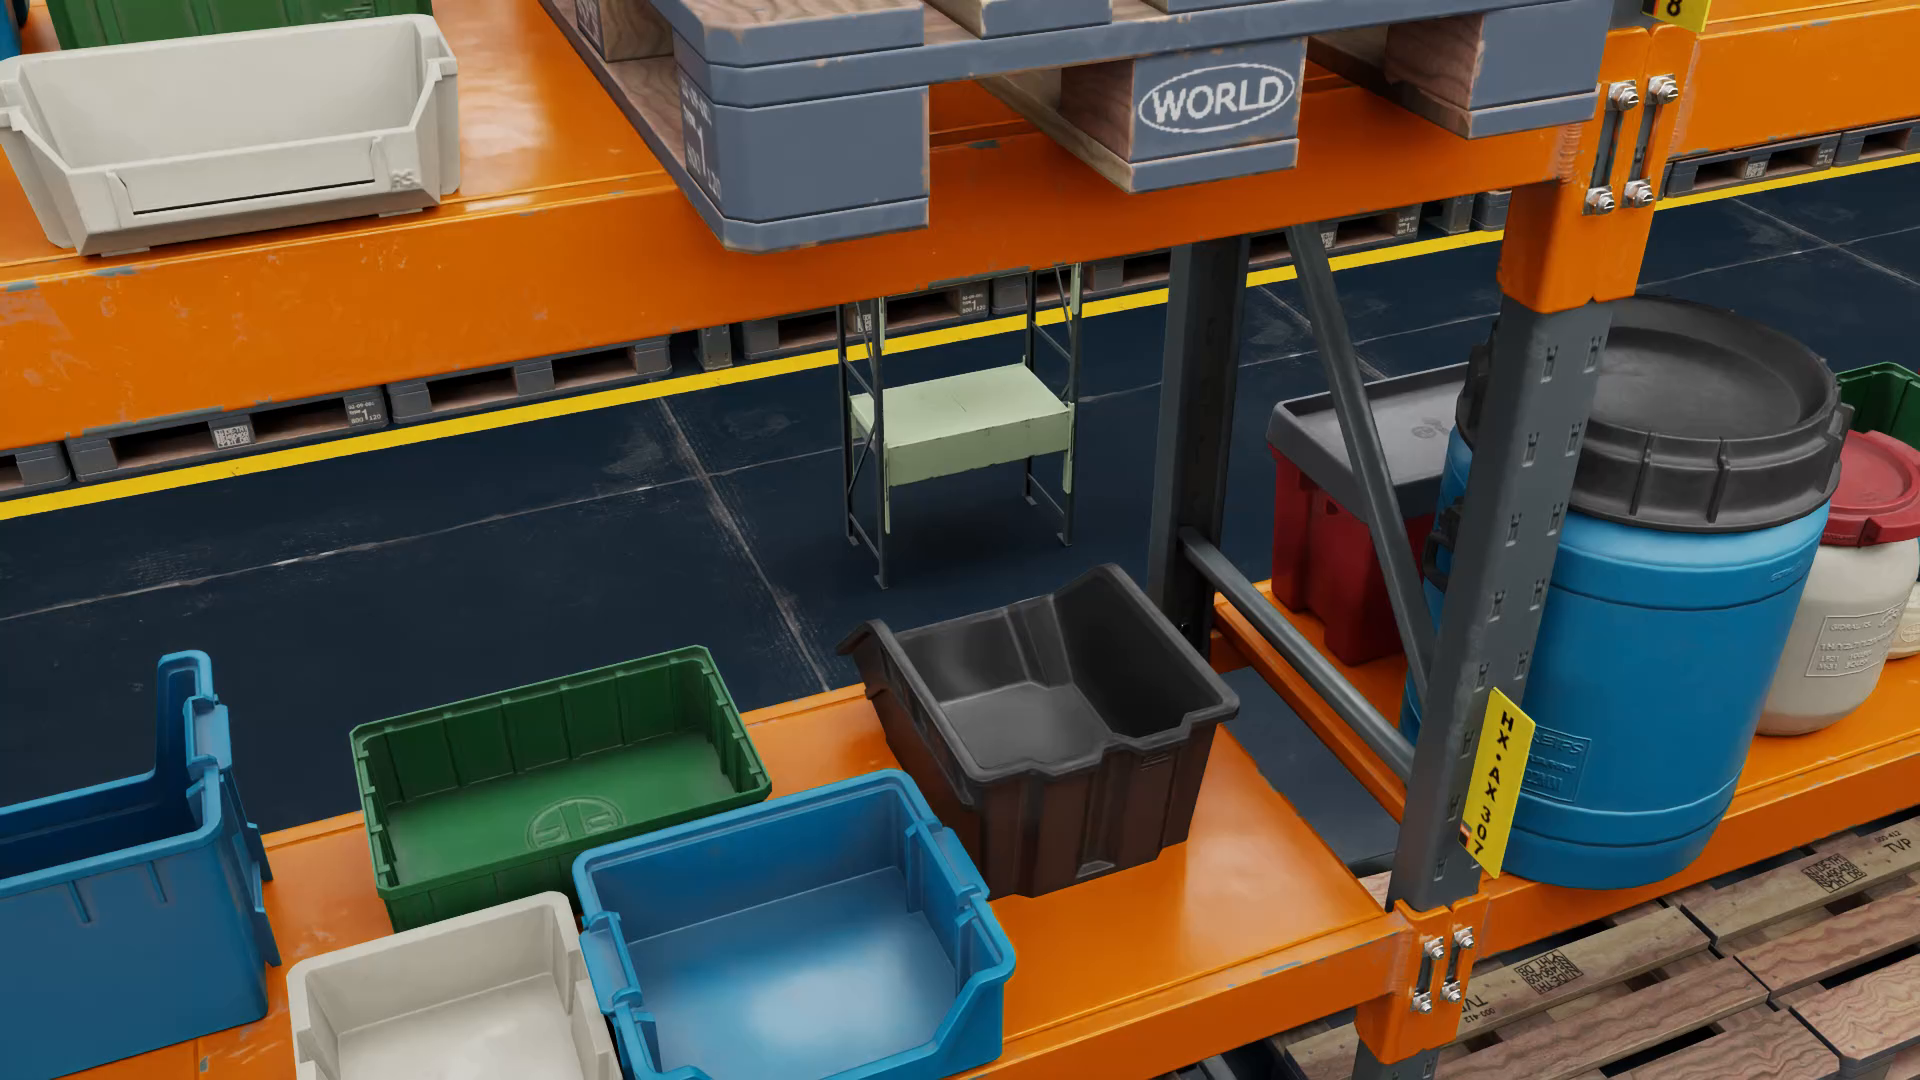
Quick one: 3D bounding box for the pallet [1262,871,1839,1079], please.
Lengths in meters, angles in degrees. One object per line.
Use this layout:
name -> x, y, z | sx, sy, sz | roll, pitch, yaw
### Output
pallet -> 1.358, 1.210, 4.196 | 1.213, 0.211, 1.003 | -13, 35, -19

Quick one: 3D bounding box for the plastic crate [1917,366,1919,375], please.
plastic crate -> 2.728, -0.457, 4.144 | 0.583, 0.464, 0.402 | -13, 35, -19

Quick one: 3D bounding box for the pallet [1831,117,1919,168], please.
pallet -> 5.375, -2.594, 10.044 | 1.213, 0.211, 1.003 | -13, 35, -19

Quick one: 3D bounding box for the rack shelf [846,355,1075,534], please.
rack shelf -> -0.006, -0.354, 6.017 | 0.720, 0.370, 0.431 | -13, 35, -19

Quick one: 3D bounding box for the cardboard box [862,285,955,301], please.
cardboard box -> -0.326, -1.356, 7.720 | 0.500, 0.250, 0.500 | -12, 35, -18

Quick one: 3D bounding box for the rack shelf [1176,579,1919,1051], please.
rack shelf -> 2.493, 0.106, 3.996 | 4.000, 0.370, 1.077 | -13, 35, -19

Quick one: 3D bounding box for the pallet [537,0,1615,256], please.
pallet -> 0.021, -0.750, 2.075 | 1.003, 0.211, 1.213 | -13, 35, -19

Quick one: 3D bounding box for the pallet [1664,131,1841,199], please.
pallet -> 4.249, -2.335, 9.645 | 1.213, 0.211, 1.003 | -13, 35, -19

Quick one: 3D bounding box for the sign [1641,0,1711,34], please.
sign -> 0.851, -0.755, 1.902 | 0.005, 0.325, 0.100 | -13, 35, -19

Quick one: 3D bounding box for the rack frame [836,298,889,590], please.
rack frame -> -0.344, -0.550, 5.720 | 0.023, 1.500, 0.400 | -13, 35, -19

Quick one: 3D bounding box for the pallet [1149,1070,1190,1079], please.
pallet -> 0.013, 1.516, 3.726 | 1.213, 0.211, 1.003 | -13, 35, -19

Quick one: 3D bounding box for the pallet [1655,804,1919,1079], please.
pallet -> 2.484, 0.951, 4.595 | 1.213, 0.211, 1.003 | -13, 35, -19

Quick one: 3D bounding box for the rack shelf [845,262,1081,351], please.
rack shelf -> -0.006, -0.954, 5.626 | 0.720, 0.370, 0.431 | -13, 35, -19

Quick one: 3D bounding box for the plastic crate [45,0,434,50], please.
plastic crate -> -0.912, -0.745, 2.089 | 0.450, 0.188, 0.336 | -13, 35, -19

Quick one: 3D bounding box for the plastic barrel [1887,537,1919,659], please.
plastic barrel -> 1.928, 0.082, 3.500 | 0.301, 0.262, 0.301 | 0, 33, 0

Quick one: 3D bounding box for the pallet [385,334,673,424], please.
pallet -> -2.015, -0.949, 7.515 | 1.213, 0.211, 1.003 | -13, 35, -19

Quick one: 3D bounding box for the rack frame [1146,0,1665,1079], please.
rack frame -> 0.649, 0.227, 3.151 | 0.127, 3.000, 1.000 | -13, 35, -19

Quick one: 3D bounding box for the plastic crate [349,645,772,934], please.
plastic crate -> -0.712, 0.460, 2.987 | 0.662, 0.188, 0.450 | -13, 35, -19

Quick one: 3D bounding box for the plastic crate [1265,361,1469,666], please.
plastic crate -> 0.977, -0.056, 3.527 | 0.583, 0.464, 0.402 | -13, 35, -19

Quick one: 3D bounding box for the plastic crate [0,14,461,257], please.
plastic crate -> -0.675, -0.378, 1.572 | 0.396, 0.136, 0.243 | -13, 35, -19

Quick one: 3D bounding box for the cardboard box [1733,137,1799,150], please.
cardboard box -> 4.377, -2.528, 9.273 | 0.500, 0.500, 0.500 | -14, 36, -21

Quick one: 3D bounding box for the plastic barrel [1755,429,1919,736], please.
plastic barrel -> 1.616, 0.078, 3.255 | 0.433, 0.535, 0.433 | 0, 33, 0

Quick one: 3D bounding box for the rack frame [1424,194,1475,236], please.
rack frame -> 2.423, -3.109, 8.278 | 0.127, 3.000, 1.000 | -13, 35, -19

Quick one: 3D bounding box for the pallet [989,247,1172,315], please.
pallet -> 0.525, -1.531, 8.409 | 1.213, 0.211, 1.003 | -13, 35, -19

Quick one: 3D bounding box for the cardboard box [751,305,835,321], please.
cardboard box -> -0.798, -1.249, 7.555 | 0.500, 0.250, 0.500 | -14, 35, -20

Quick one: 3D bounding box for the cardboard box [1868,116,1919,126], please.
cardboard box -> 5.308, -2.742, 9.602 | 0.500, 0.500, 0.500 | -13, 35, -19

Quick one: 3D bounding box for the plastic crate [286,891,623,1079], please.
plastic crate -> -0.750, 0.808, 2.500 | 0.437, 0.136, 0.530 | -13, 35, -19

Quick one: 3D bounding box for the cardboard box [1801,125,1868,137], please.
cardboard box -> 4.845, -2.636, 9.440 | 0.500, 0.500, 0.500 | -12, 35, -18

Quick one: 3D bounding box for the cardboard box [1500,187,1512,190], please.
cardboard box -> 2.953, -2.198, 8.767 | 0.500, 0.500, 0.500 | -11, 35, -17

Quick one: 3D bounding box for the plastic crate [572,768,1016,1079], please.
plastic crate -> -0.267, 0.659, 2.623 | 0.616, 0.251, 0.499 | -13, 35, -19

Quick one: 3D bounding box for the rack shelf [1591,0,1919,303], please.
rack shelf -> 2.493, -1.151, 3.178 | 4.000, 0.370, 1.077 | -13, 35, -19

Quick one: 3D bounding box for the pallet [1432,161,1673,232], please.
pallet -> 3.126, -2.079, 9.252 | 1.213, 0.211, 1.003 | -13, 35, -19

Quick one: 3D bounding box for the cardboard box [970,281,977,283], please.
cardboard box -> 0.151, -1.467, 7.890 | 0.500, 0.250, 0.500 | -14, 36, -20

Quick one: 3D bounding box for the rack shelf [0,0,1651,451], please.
rack shelf -> -1.195, -0.307, 1.880 | 4.000, 0.370, 1.077 | -13, 35, -19

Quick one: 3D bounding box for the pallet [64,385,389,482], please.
pallet -> -3.142, -0.690, 7.116 | 1.213, 0.211, 1.003 | -13, 35, -19

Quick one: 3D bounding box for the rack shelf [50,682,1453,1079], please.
rack shelf -> -1.195, 0.951, 2.698 | 4.000, 0.370, 1.077 | -13, 35, -19

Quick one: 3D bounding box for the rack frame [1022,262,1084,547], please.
rack frame -> 0.331, -0.704, 5.958 | 0.023, 1.500, 0.400 | -13, 35, -19

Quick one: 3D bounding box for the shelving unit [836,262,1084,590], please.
shelving unit -> -0.006, -0.627, 5.839 | 0.755, 1.500, 0.431 | -13, 35, -19

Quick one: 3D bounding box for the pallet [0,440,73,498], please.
pallet -> -4.265, -0.434, 6.723 | 1.213, 0.211, 1.003 | -13, 35, -19

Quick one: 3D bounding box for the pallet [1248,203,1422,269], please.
pallet -> 1.649, -1.786, 8.802 | 1.213, 0.211, 1.003 | -13, 35, -19

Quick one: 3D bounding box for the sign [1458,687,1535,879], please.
sign -> 0.851, 0.390, 2.647 | 0.005, 0.325, 0.100 | -13, 35, -19

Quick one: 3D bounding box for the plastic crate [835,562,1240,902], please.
plastic crate -> 0.117, 0.299, 3.096 | 0.504, 0.338, 0.767 | -13, 35, -19

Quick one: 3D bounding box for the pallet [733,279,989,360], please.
pallet -> -0.601, -1.271, 8.010 | 1.213, 0.211, 1.003 | -13, 35, -19

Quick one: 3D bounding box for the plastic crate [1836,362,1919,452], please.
plastic crate -> 2.145, -0.194, 3.992 | 0.662, 0.188, 0.450 | -13, 35, -19

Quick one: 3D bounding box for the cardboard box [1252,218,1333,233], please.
cardboard box -> 1.558, -1.788, 8.384 | 0.500, 0.250, 0.500 | -13, 35, -19

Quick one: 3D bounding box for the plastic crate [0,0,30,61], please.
plastic crate -> -1.398, -0.733, 1.891 | 0.575, 0.384, 0.392 | -13, 35, -19

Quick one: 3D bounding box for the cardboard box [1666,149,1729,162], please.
cardboard box -> 3.898, -2.415, 9.100 | 0.500, 0.500, 0.500 | -13, 35, -20

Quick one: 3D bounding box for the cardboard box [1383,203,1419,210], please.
cardboard box -> 2.032, -1.899, 8.554 | 0.500, 0.250, 0.500 | -12, 35, -18

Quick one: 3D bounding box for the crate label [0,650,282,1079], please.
crate label -> -1.447, 0.532, 2.650 | 0.616, 0.435, 0.502 | -13, 35, -19

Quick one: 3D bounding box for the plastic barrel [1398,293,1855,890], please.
plastic barrel -> 1.122, 0.087, 2.906 | 0.708, 0.901, 0.600 | -13, 35, -19

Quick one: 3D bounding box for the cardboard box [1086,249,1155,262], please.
cardboard box -> 0.620, -1.574, 8.055 | 0.500, 0.250, 0.500 | -12, 35, -18

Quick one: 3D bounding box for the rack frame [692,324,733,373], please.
rack frame -> -1.265, -2.265, 6.980 | 0.127, 3.000, 1.000 | -13, 35, -19
